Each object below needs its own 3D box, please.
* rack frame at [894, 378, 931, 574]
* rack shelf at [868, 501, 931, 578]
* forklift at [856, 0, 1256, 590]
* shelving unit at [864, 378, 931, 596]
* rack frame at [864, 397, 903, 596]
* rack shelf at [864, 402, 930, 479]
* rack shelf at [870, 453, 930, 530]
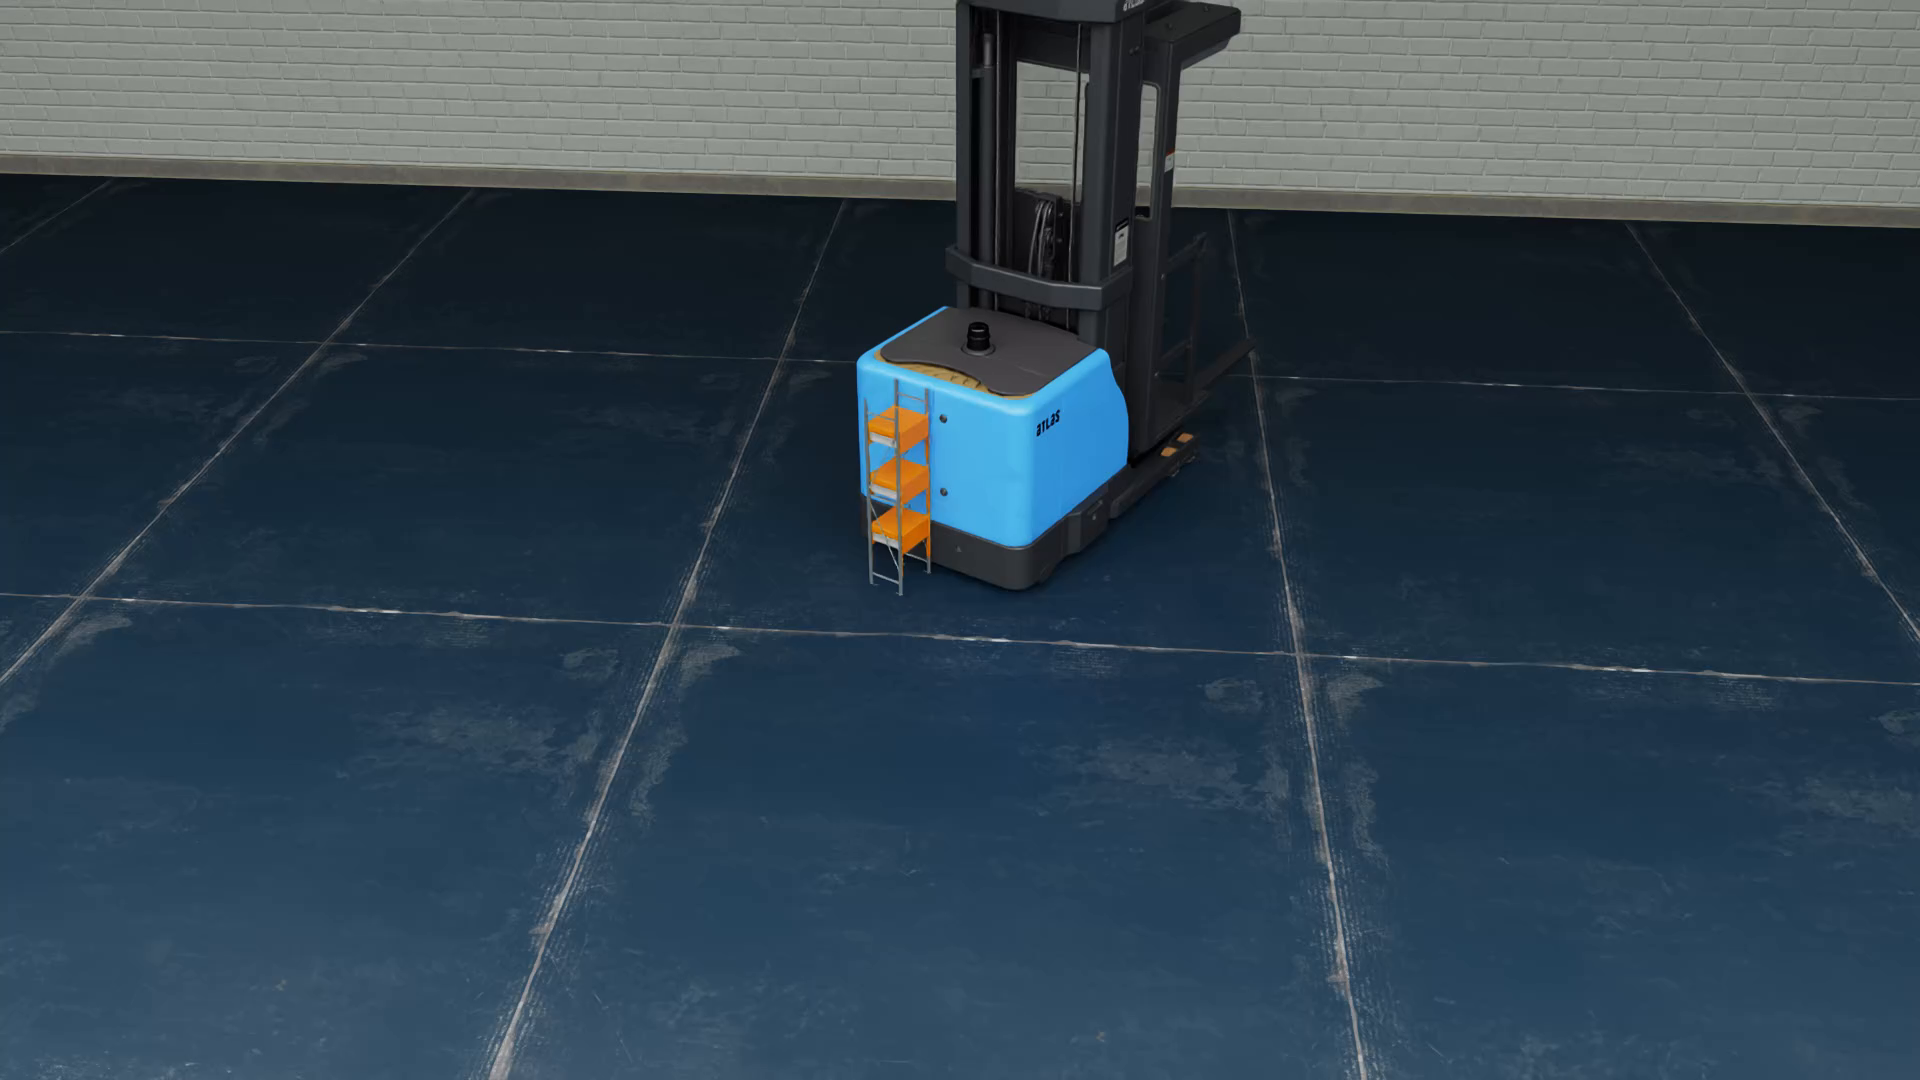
[{"bbox_3d":[-0.234,-0.302,8.239,0.200,1.050,0.008,19,37,28],"label":"rack frame"},{"bbox_3d":[-0.302,-0.003,8.304,0.215,0.259,0.240,19,37,28],"label":"rack shelf"},{"bbox_3d":[0.714,-1.731,8.765,1.130,2.935,3.031,19,37,28],"label":"forklift"},{"bbox_3d":[-0.302,-0.249,8.153,0.215,1.050,0.252,19,37,28],"label":"shelving unit"},{"bbox_3d":[-0.370,-0.196,8.067,0.200,1.050,0.008,19,37,28],"label":"rack frame"},{"bbox_3d":[-0.302,-0.481,8.010,0.215,0.259,0.240,19,37,28],"label":"rack shelf"},{"bbox_3d":[-0.302,-0.240,8.159,0.215,0.259,0.240,19,37,28],"label":"rack shelf"}]
